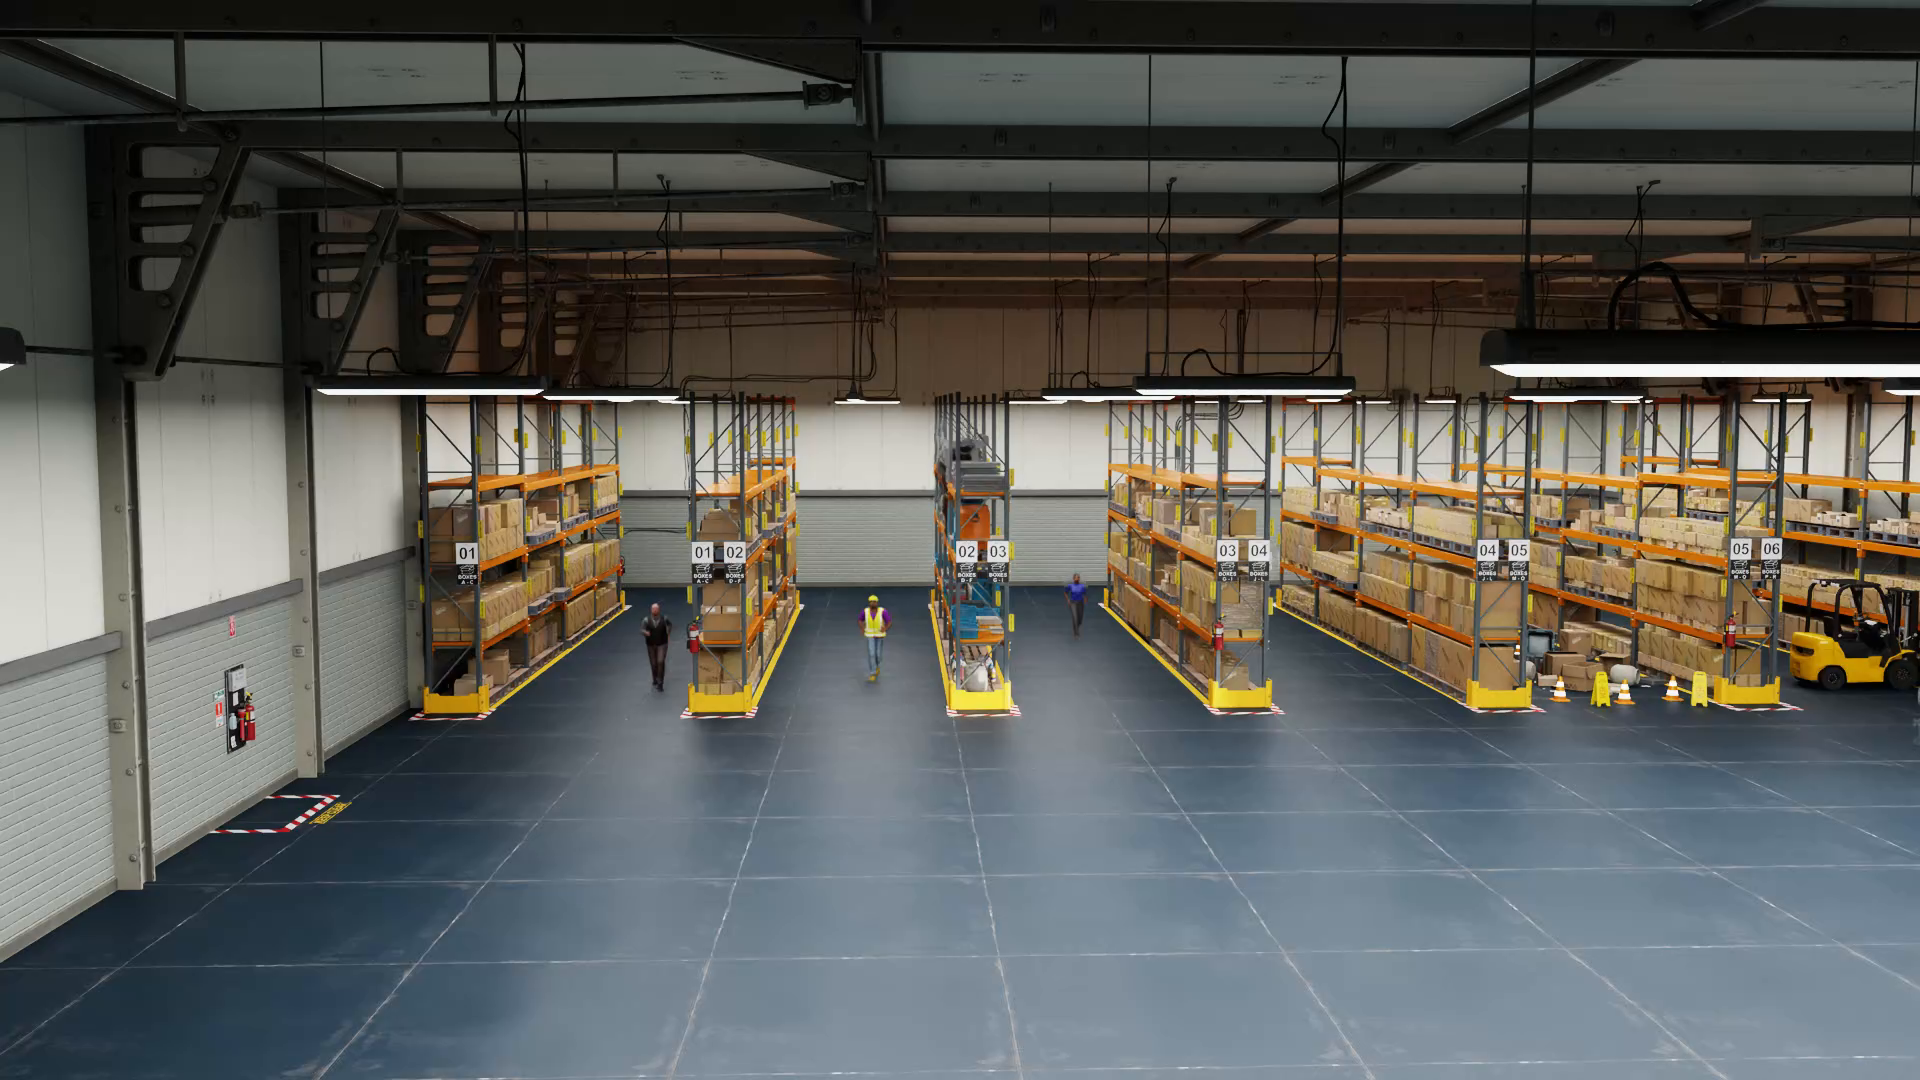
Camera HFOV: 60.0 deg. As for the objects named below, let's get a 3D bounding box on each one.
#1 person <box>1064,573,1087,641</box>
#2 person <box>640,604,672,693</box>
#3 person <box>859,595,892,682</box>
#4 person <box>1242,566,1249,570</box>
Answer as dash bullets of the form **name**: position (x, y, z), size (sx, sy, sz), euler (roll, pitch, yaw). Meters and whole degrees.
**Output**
- **person**: position (2.863, 1.640, 40.999), size (0.578, 1.648, 0.746), euler (-1, 5, -8)
- **person**: position (-6.163, 2.155, 33.730), size (0.610, 1.754, 0.889), euler (0, 5, -1)
- **person**: position (-1.775, 2.032, 34.858), size (0.686, 1.773, 0.886), euler (0, 5, -2)
- **person**: position (7.917, 1.014, 48.055), size (0.877, 1.735, 0.787), euler (-4, 6, -41)
